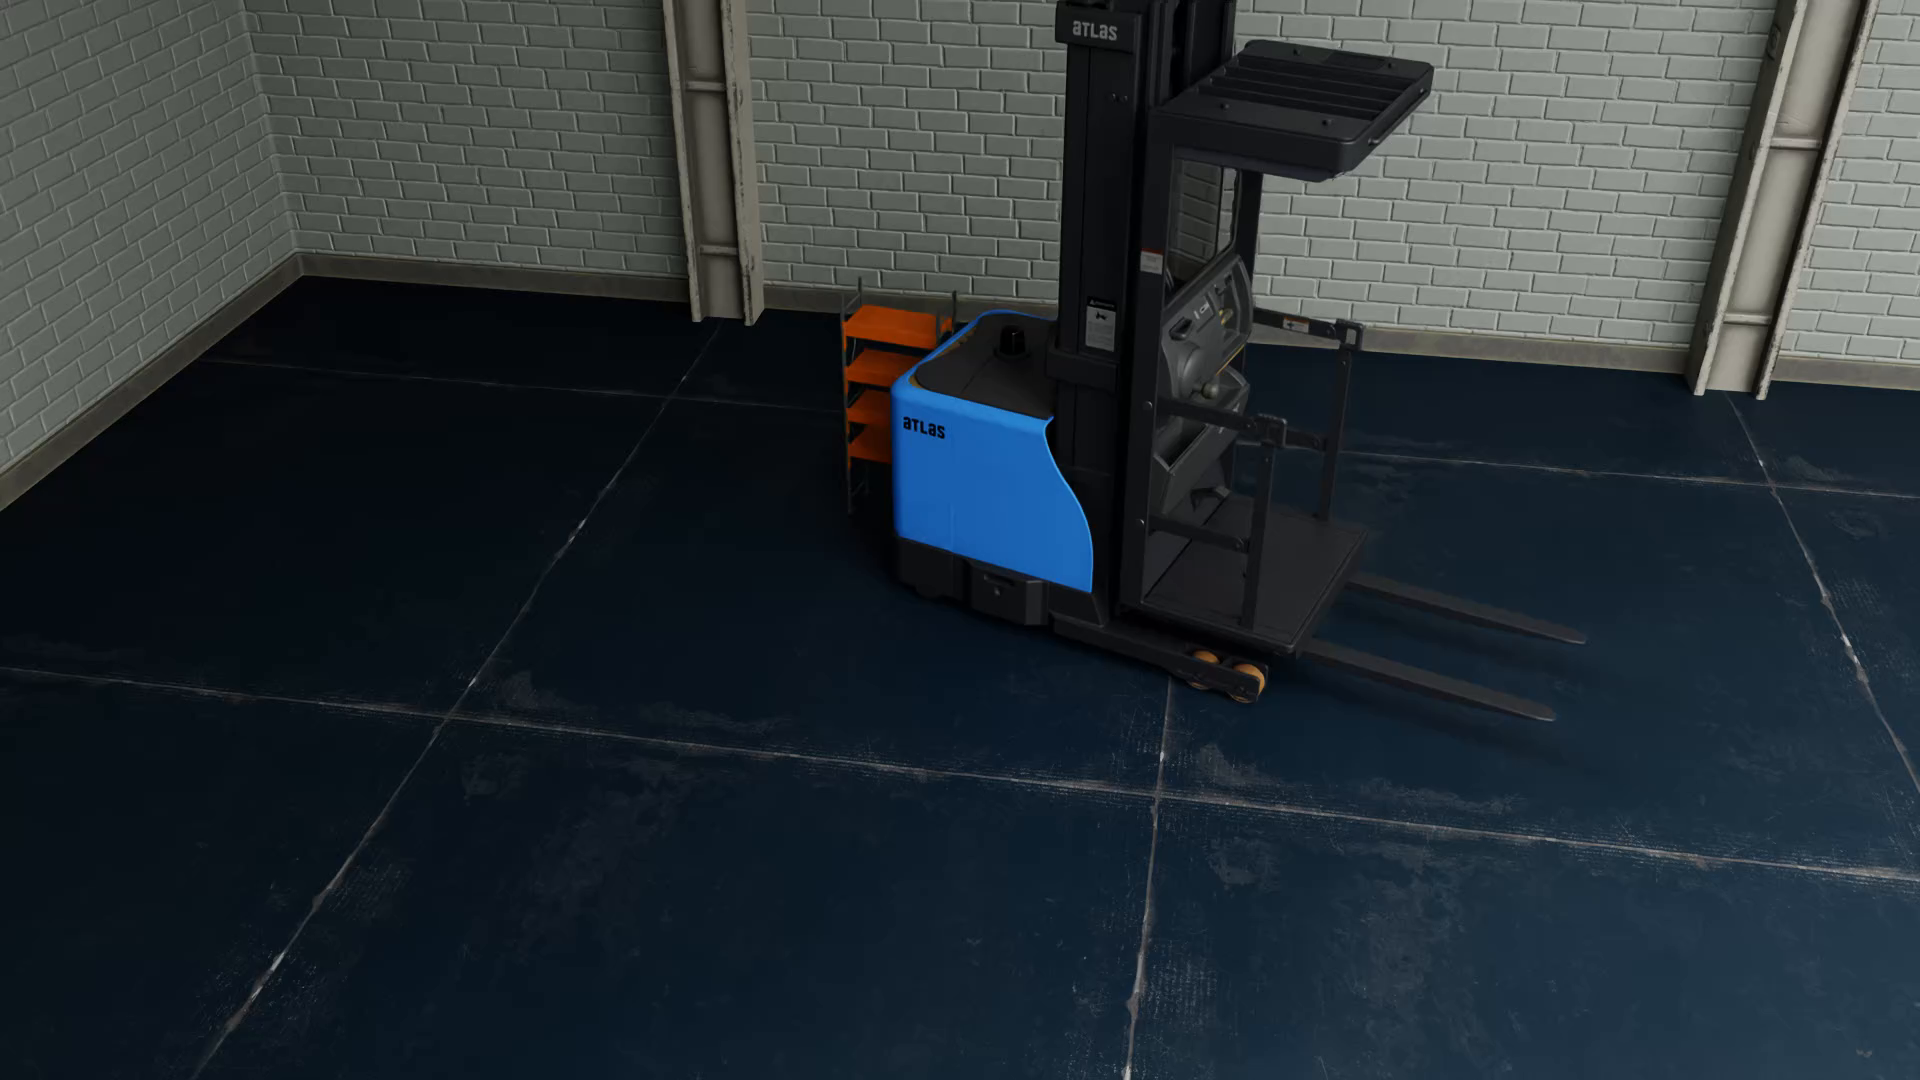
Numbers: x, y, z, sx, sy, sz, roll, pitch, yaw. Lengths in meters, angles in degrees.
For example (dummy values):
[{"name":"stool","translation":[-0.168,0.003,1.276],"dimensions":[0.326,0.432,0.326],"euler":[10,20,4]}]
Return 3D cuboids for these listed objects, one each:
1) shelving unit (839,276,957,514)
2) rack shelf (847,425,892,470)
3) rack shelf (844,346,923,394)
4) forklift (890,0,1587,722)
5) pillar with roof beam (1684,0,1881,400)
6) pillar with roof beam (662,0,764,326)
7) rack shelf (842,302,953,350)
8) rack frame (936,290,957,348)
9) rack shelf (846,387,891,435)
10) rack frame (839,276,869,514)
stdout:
[{"name":"shelving unit","translation":[-0.292,-0.659,8.171],"dimensions":[0.503,1.200,0.258],"euler":[11,34,17]},{"name":"rack shelf","translation":[-0.292,-0.433,8.312],"dimensions":[0.480,0.148,0.258],"euler":[11,34,17]},{"name":"rack shelf","translation":[-0.292,-0.791,8.088],"dimensions":[0.480,0.148,0.258],"euler":[11,34,17]},{"name":"forklift","translation":[1.215,-0.867,6.873],"dimensions":[3.031,2.935,1.130],"euler":[16,36,24]},{"name":"pillar with roof beam","translation":[3.725,-2.464,3.705],"dimensions":[0.400,9.000,9.100],"euler":[5,32,8]},{"name":"pillar with roof beam","translation":[-2.189,-2.999,4.560],"dimensions":[0.400,9.000,9.100],"euler":[5,32,8]},{"name":"rack shelf","translation":[-0.292,-0.992,7.963],"dimensions":[0.480,0.148,0.258],"euler":[11,34,17]},{"name":"rack frame","translation":[-0.063,-0.613,8.099],"dimensions":[0.015,1.200,0.240],"euler":[11,34,17]},{"name":"rack shelf","translation":[-0.292,-0.601,8.207],"dimensions":[0.480,0.148,0.258],"euler":[11,34,17]},{"name":"rack frame","translation":[-0.520,-0.704,8.243],"dimensions":[0.015,1.200,0.240],"euler":[11,34,17]}]
